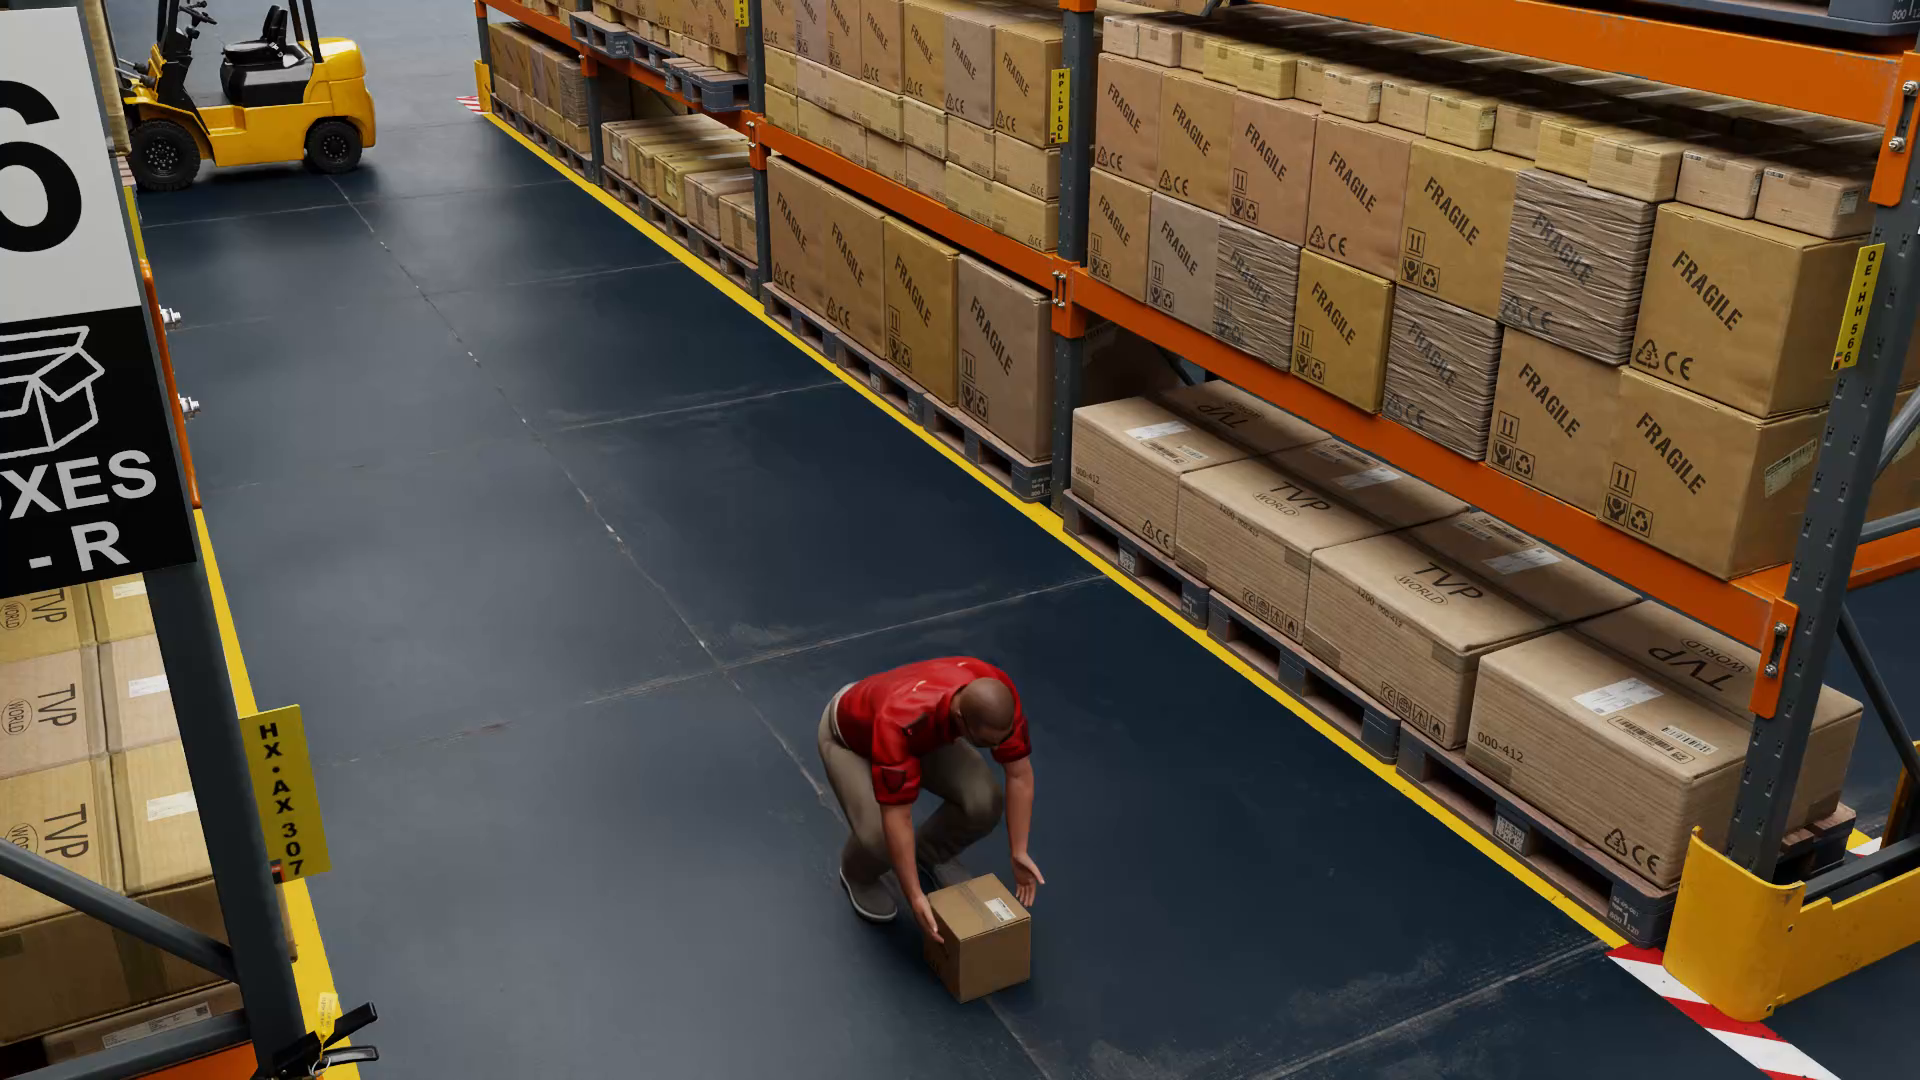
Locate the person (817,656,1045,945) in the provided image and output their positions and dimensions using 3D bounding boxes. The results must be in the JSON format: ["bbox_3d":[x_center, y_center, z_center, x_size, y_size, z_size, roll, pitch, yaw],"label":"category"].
[{"bbox_3d":[-0.102,0.759,5.371,0.570,1.012,0.866,-13,28,-25],"label":"person"}]
